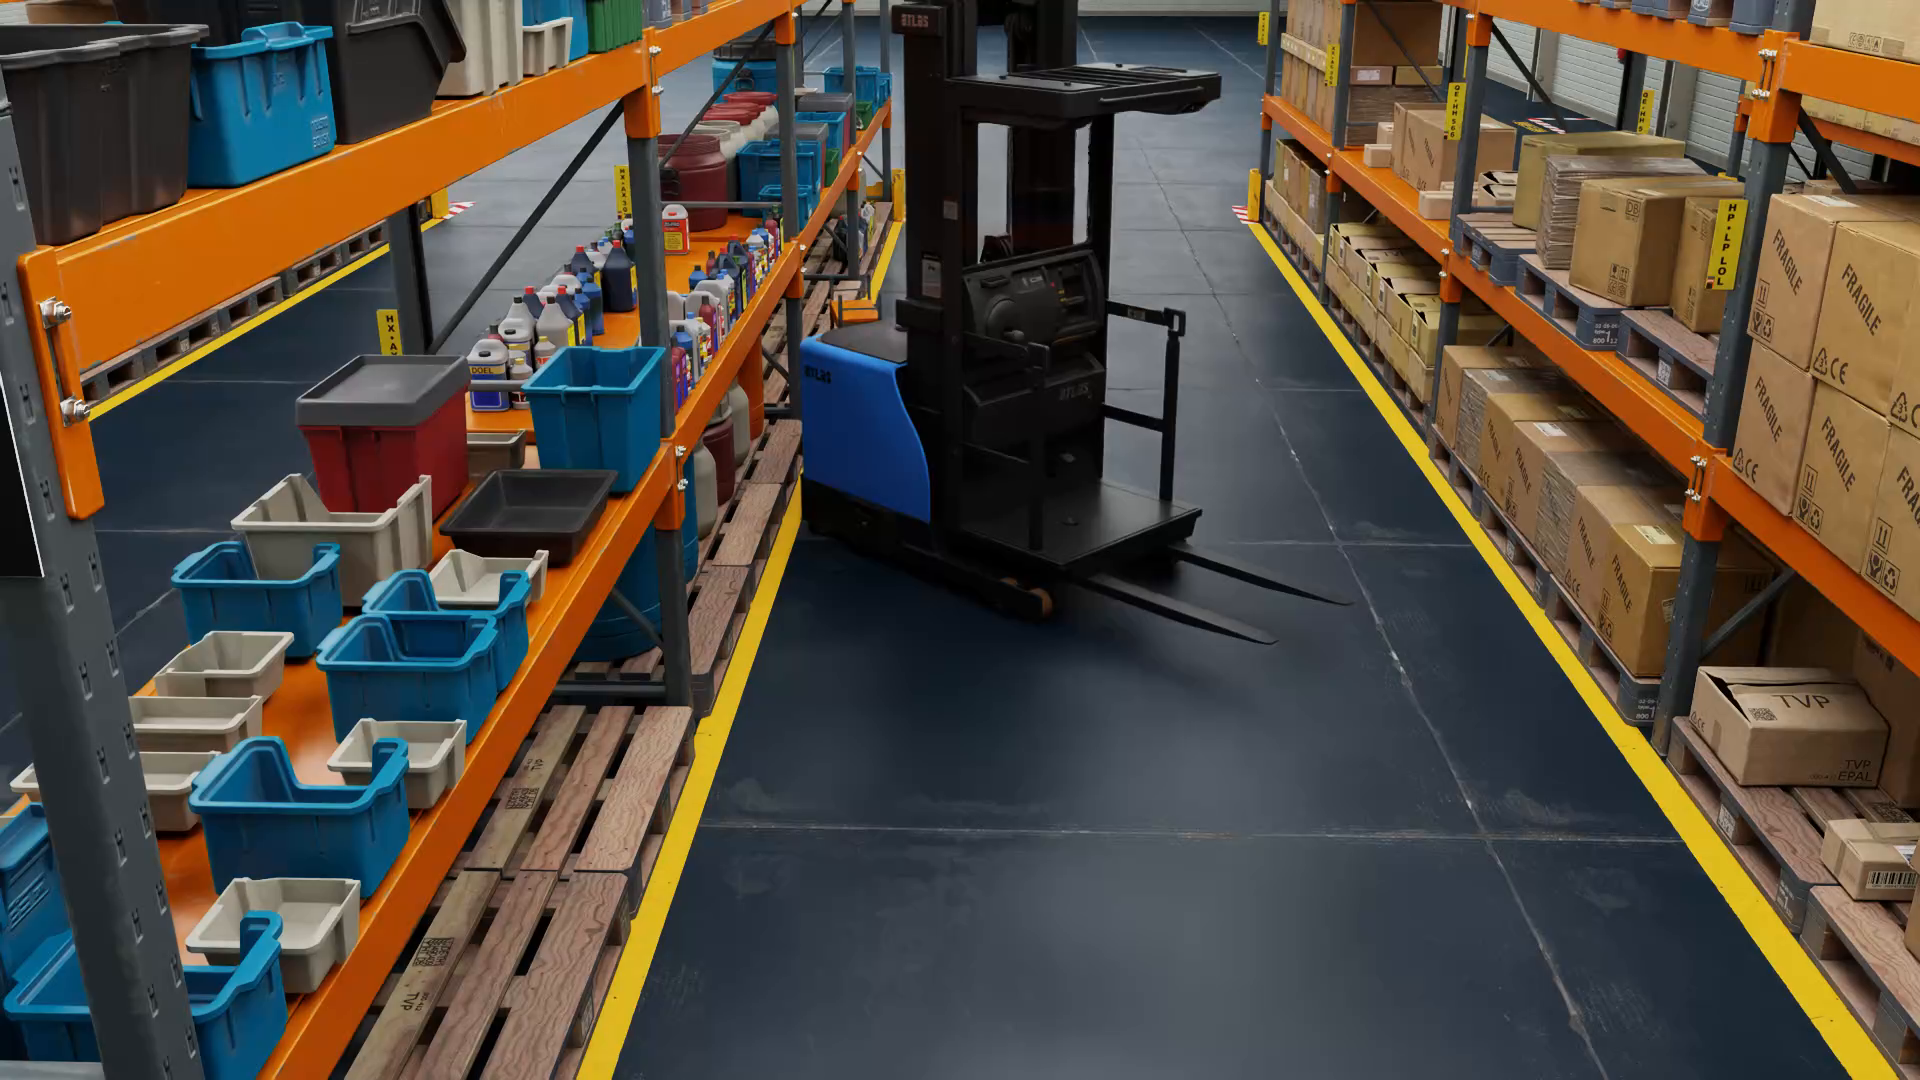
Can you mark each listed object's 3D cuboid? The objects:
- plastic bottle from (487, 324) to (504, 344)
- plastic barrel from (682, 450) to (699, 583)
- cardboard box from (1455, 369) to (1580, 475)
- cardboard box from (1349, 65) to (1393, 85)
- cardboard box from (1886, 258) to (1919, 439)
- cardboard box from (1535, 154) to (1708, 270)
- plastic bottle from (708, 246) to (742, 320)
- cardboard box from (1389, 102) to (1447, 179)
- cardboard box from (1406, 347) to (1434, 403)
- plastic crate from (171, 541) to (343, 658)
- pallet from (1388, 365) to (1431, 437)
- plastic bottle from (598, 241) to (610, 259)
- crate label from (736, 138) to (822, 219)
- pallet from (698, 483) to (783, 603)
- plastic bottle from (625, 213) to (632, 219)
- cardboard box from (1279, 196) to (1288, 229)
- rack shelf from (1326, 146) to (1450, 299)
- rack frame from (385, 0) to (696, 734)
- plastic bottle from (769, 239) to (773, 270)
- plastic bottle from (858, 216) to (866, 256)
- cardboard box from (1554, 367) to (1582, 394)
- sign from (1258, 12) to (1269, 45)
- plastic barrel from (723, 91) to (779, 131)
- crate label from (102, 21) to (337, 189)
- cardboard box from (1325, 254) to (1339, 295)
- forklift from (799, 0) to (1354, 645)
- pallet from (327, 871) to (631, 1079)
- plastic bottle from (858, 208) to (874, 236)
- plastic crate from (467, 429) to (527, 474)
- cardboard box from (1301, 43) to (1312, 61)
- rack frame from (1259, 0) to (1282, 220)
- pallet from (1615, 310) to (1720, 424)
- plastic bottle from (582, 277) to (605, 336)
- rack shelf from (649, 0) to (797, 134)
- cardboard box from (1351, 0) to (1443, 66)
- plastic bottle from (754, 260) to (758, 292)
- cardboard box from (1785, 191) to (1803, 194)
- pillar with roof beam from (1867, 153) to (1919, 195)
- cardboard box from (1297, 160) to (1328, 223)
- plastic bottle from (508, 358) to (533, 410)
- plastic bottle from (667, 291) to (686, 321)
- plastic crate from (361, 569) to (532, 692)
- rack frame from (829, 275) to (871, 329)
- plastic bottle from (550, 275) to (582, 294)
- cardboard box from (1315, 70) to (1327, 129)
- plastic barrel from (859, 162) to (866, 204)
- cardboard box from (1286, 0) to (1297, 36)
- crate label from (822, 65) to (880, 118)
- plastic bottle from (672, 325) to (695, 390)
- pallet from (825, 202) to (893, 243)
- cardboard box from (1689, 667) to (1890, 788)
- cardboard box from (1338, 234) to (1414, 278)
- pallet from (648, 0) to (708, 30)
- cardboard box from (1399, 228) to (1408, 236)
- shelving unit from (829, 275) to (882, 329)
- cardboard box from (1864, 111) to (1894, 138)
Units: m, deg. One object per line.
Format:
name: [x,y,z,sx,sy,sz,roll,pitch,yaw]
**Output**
plastic bottle: [-1.959,-0.759,7.000,0.061,0.283,0.133,1,21,2]
plastic barrel: [-1.554,-0.253,7.855,0.600,0.901,0.708,1,21,2]
cardboard box: [3.153,-0.663,9.437,0.500,0.500,0.500,0,21,0]
cardboard box: [3.379,-3.870,13.820,0.380,0.149,0.250,1,21,2]
cardboard box: [3.014,-0.500,4.651,0.500,0.500,0.500,0,21,0]
cardboard box: [3.338,-1.658,8.438,0.700,0.500,0.500,5,22,12]
plastic bottle: [-1.165,-1.270,8.224,0.144,0.351,0.185,1,21,2]
cardboard box: [3.529,-2.999,12.472,0.500,0.500,0.500,2,21,6]
cardboard box: [3.235,-1.080,10.887,0.500,0.250,0.500,1,21,3]
plastic crate: [-1.925,0.168,4.598,0.416,0.233,0.300,1,21,2]
pallet: [3.527,-0.971,11.239,1.003,0.211,1.213,1,21,2]
plastic bottle: [-1.883,-1.441,8.773,0.097,0.271,0.097,0,21,0]
crate label: [-1.187,-2.402,11.024,0.502,0.435,0.616,1,21,2]
pallet: [-1.510,-0.004,8.747,1.003,0.211,1.213,1,21,2]
plastic bottle: [-1.880,-1.704,9.435,0.061,0.283,0.133,1,21,2]
cardboard box: [3.441,-3.227,16.420,0.500,0.250,0.500,1,21,2]
rack shelf: [3.524,-2.361,11.963,1.077,0.370,4.000,1,21,2]
rack frame: [-1.610,-0.583,6.385,1.000,3.000,0.127,1,21,2]
plastic bottle: [-1.105,-1.626,9.347,0.097,0.201,0.097,0,21,0]
plastic bottle: [-0.927,-2.733,14.980,0.144,0.351,0.185,1,21,3]
cardboard box: [3.669,-0.673,9.463,0.500,0.500,0.500,1,21,4]
sign: [3.152,-5.315,17.274,0.100,0.325,0.005,1,21,2]
plastic barrel: [-1.615,-3.196,12.930,0.433,0.535,0.433,0,21,0]
crate label: [-1.380,-0.796,2.993,0.408,0.251,0.502,1,21,2]
cardboard box: [3.325,-2.191,13.749,0.500,0.250,0.500,0,21,0]
forklift: [0.522,-1.179,8.015,1.130,2.935,3.031,-20,29,-41]
pallet: [-1.627,1.425,5.064,1.003,0.211,1.213,1,21,2]
plastic bottle: [-0.901,-3.047,15.893,0.152,0.276,0.135,0,21,0]
plastic crate: [-1.767,-0.322,5.992,0.396,0.136,0.243,1,21,2]
cardboard box: [3.442,-4.610,15.728,0.380,0.149,0.250,0,21,1]
rack frame: [3.706,-4.866,17.424,1.000,3.000,0.127,1,21,2]
pallet: [3.475,-0.726,7.018,1.003,0.211,1.213,1,21,2]
plastic bottle: [-1.758,-1.122,7.951,0.097,0.271,0.097,0,21,0]
rack shelf: [-1.549,-2.369,7.837,1.077,0.370,4.000,1,21,2]
cardboard box: [3.592,-4.232,13.857,0.700,0.500,0.500,1,21,2]
plastic bottle: [-1.123,-1.415,8.803,0.097,0.201,0.097,0,21,0]
cardboard box: [8.530,-3.309,16.520,0.500,0.311,0.500,2,21,6]
pillar with roof beam: [5.198,-7.395,15.647,9.100,9.000,0.400,1,21,2]
cardboard box: [3.419,-3.215,15.352,0.500,0.500,0.500,1,21,2]
plastic bottle: [-1.795,-0.642,6.811,0.097,0.201,0.097,0,21,0]
plastic bottle: [-1.339,-1.025,7.695,0.152,0.276,0.135,1,21,2]
plastic crate: [-1.345,0.243,4.405,0.416,0.233,0.300,1,21,2]
rack frame: [-0.640,-0.979,9.893,0.240,1.200,0.015,-4,22,-9]
plastic bottle: [-1.883,-1.118,7.936,0.152,0.276,0.135,1,21,2]
cardboard box: [3.621,-3.999,15.051,0.700,0.500,0.500,1,21,2]
plastic barrel: [-1.188,-3.719,17.326,0.421,0.512,0.421,0,21,0]
cardboard box: [3.678,-5.330,16.687,0.700,0.500,0.500,1,21,2]
crate label: [-1.030,-4.270,15.838,0.502,0.435,0.616,1,21,2]
plastic bottle: [-1.180,-0.776,7.061,0.097,0.271,0.097,0,21,0]
pallet: [-1.230,-3.300,17.243,1.003,0.211,1.213,1,21,2]
cardboard box: [3.112,0.670,6.263,0.500,0.311,0.500,1,21,2]
cardboard box: [3.303,-2.268,13.172,0.500,0.311,0.500,0,21,1]
pallet: [-1.683,-2.178,6.610,1.213,0.211,1.003,1,21,2]
cardboard box: [3.859,-2.446,13.631,0.500,0.311,0.500,1,21,2]
shelving unit: [-0.598,-0.892,9.669,0.258,1.200,0.503,-4,22,-9]
cardboard box: [8.271,-3.661,14.497,0.500,0.250,0.500,1,21,2]
